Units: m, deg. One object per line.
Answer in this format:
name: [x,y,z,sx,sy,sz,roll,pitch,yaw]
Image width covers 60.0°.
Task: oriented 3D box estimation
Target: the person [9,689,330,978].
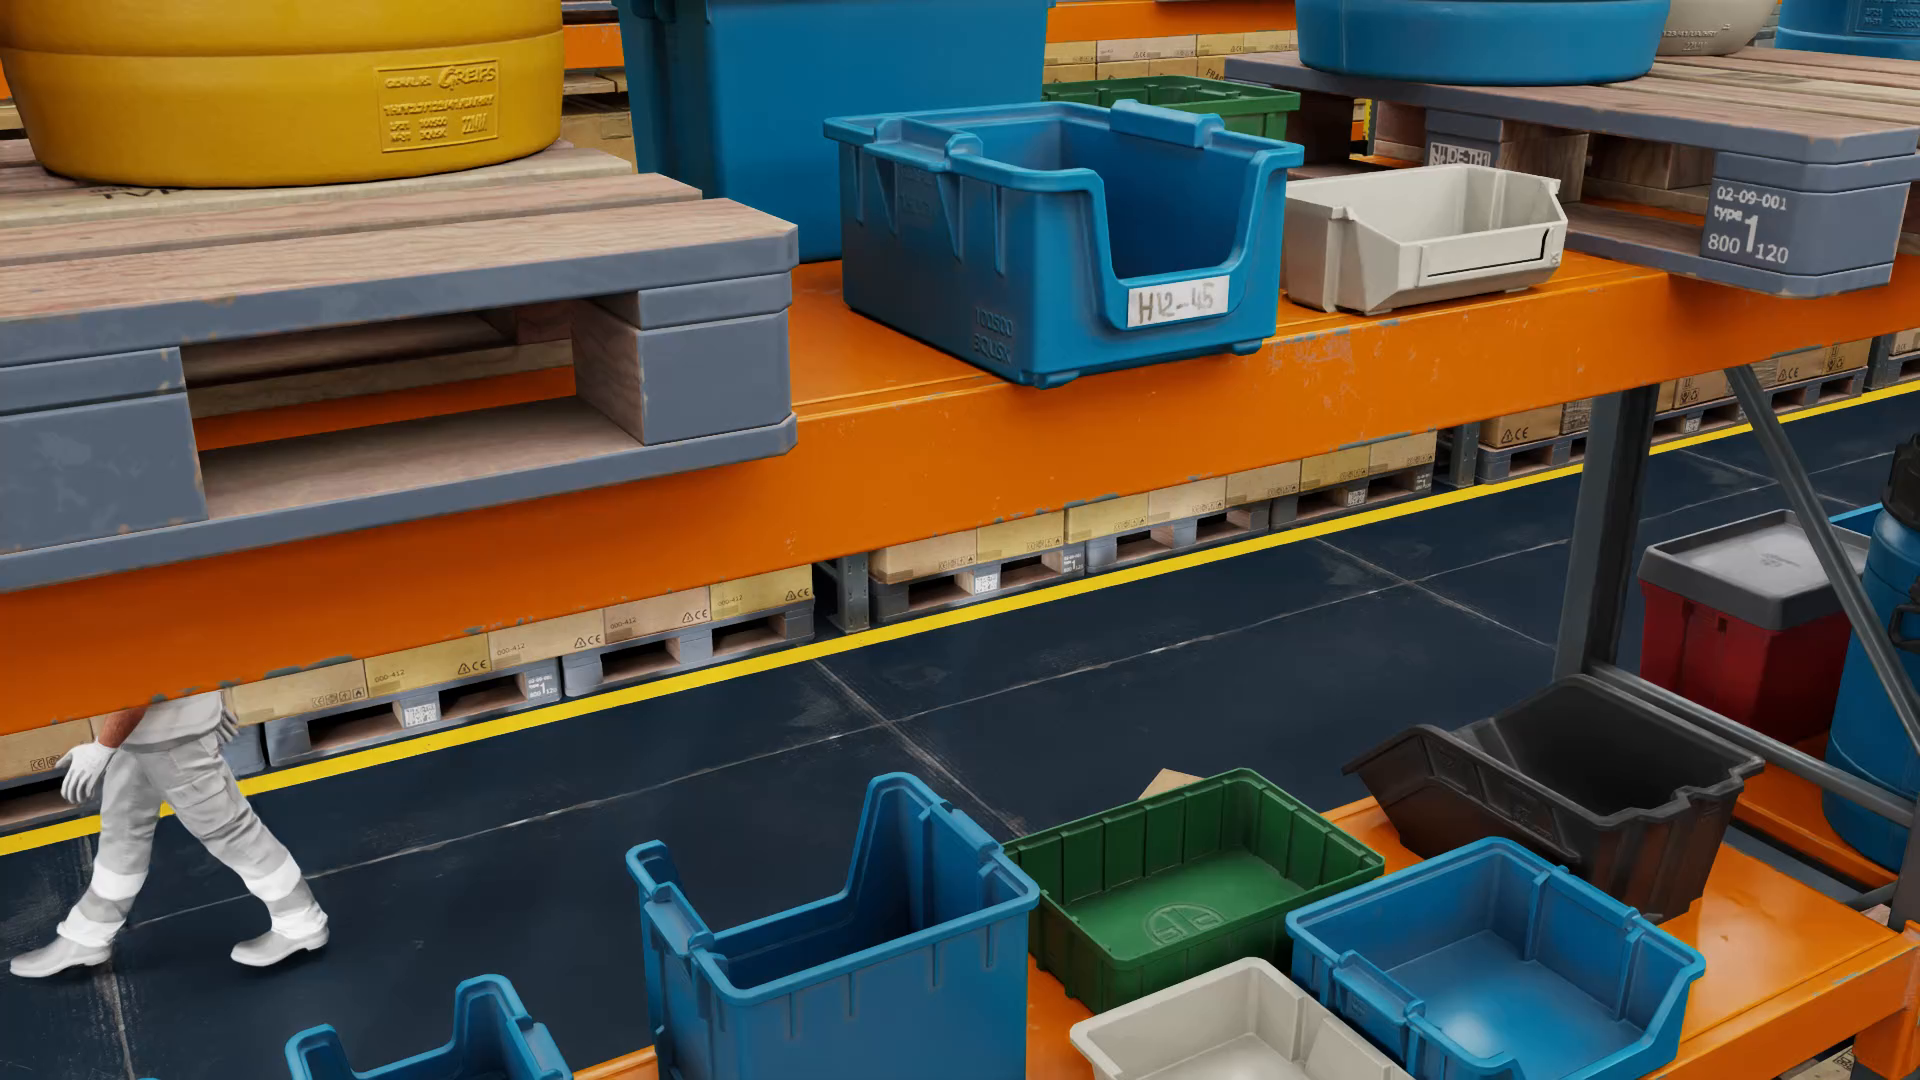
person: [-2.544,0.568,5.063,0.958,1.741,0.534,-9,23,-21]
